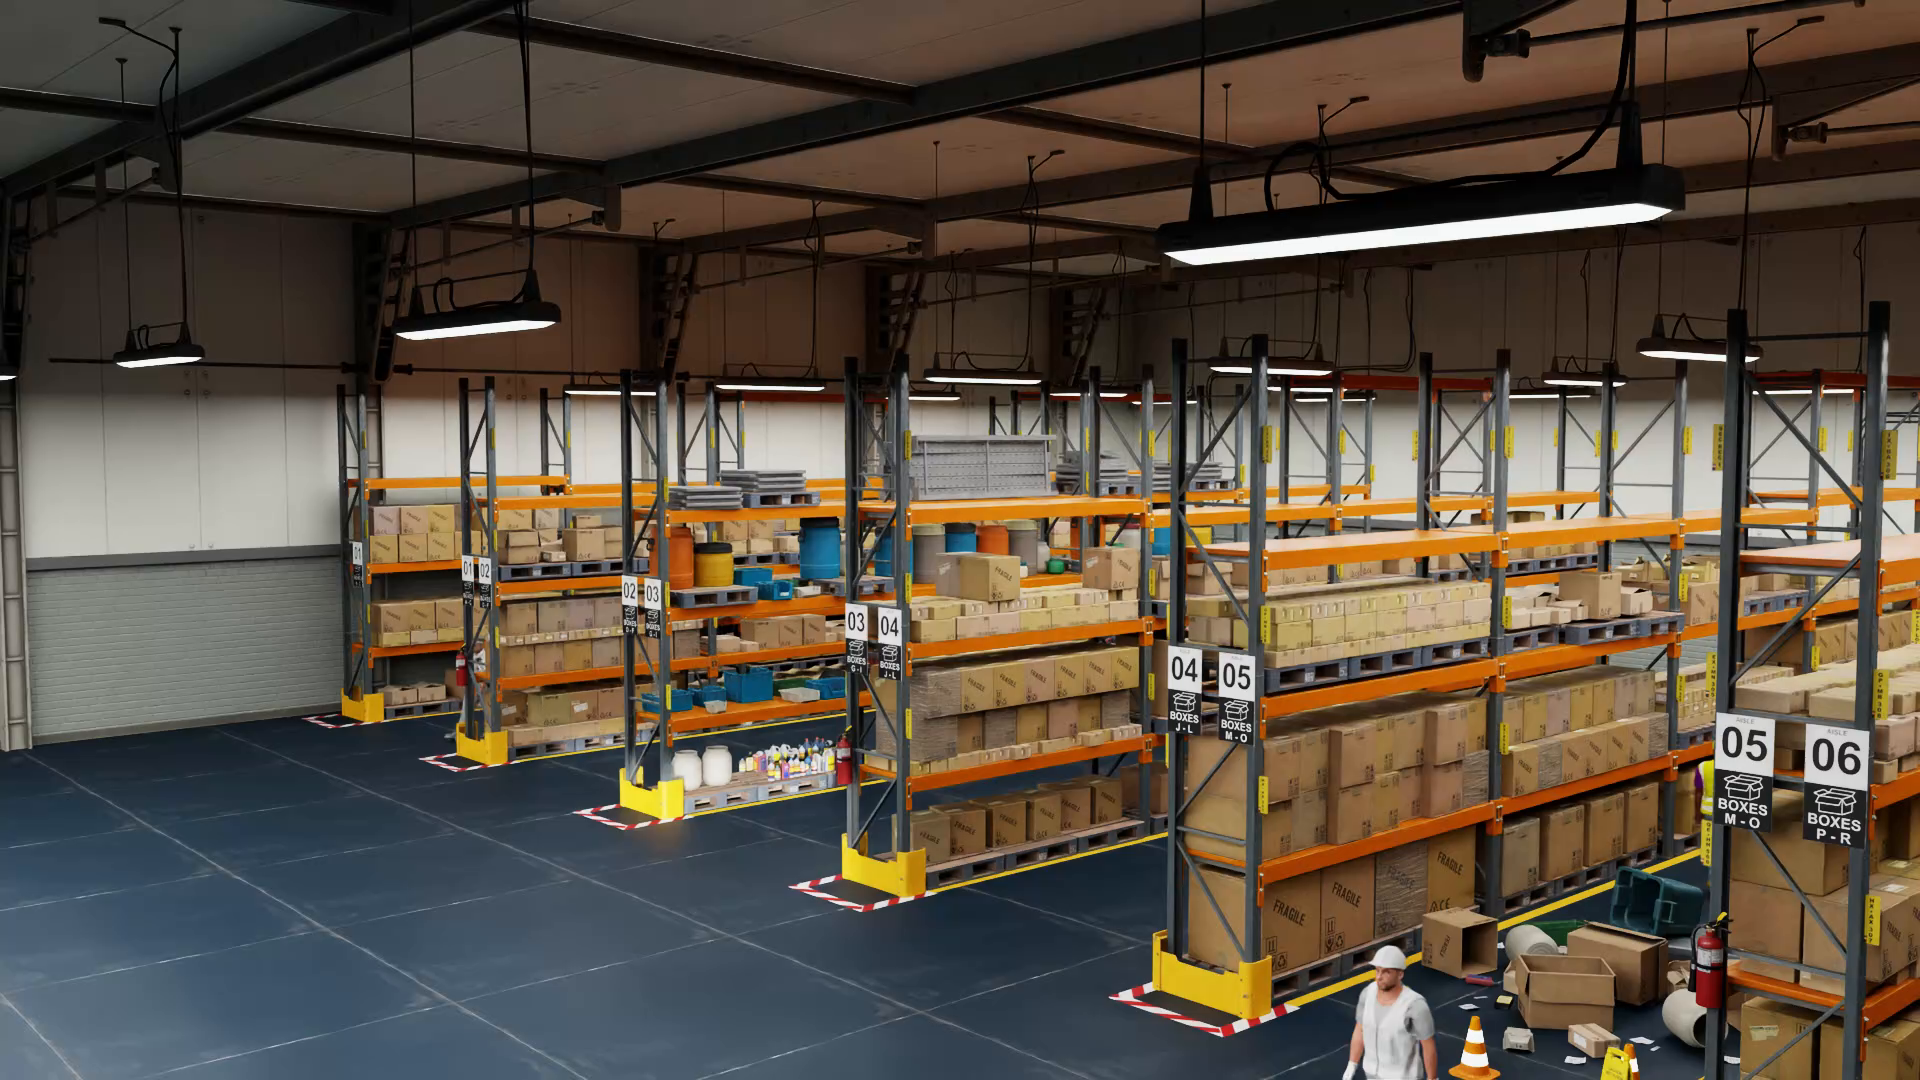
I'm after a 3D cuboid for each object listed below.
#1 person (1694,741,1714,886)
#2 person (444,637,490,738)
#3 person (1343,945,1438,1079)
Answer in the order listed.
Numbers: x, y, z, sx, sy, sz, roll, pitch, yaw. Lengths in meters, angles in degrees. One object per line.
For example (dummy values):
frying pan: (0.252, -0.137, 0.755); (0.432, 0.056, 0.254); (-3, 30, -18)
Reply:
person: (8.456, 3.073, 18.528); (0.547, 1.767, 0.595); (-2, 4, -33)
person: (-8.100, 2.458, 27.829); (0.580, 1.709, 0.990); (2, 4, 27)
person: (2.790, 3.542, 10.923); (0.926, 1.742, 0.587); (-3, 5, -35)
